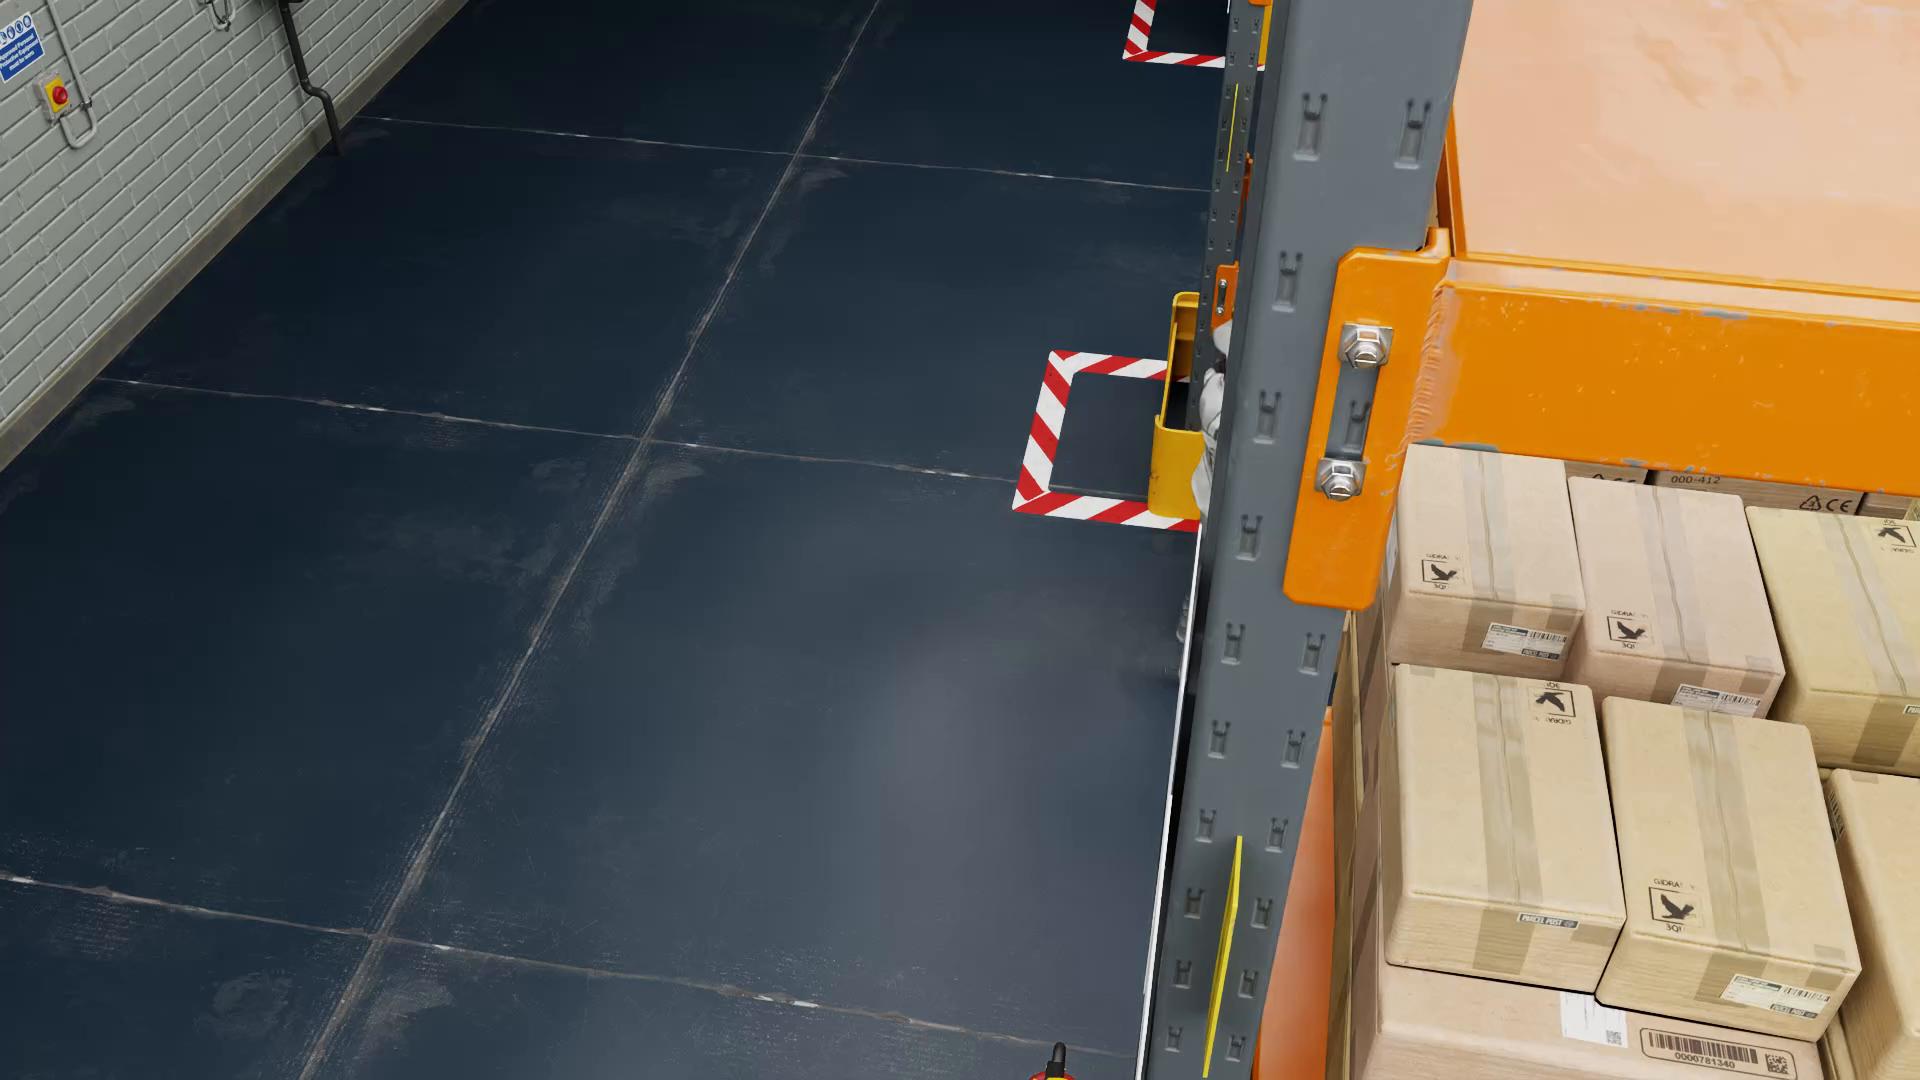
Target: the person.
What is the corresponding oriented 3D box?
[{"bbox_3d":[1.075,-0.140,6.559,0.342,1.685,0.437,-2,41,-3],"label":"person"}]
